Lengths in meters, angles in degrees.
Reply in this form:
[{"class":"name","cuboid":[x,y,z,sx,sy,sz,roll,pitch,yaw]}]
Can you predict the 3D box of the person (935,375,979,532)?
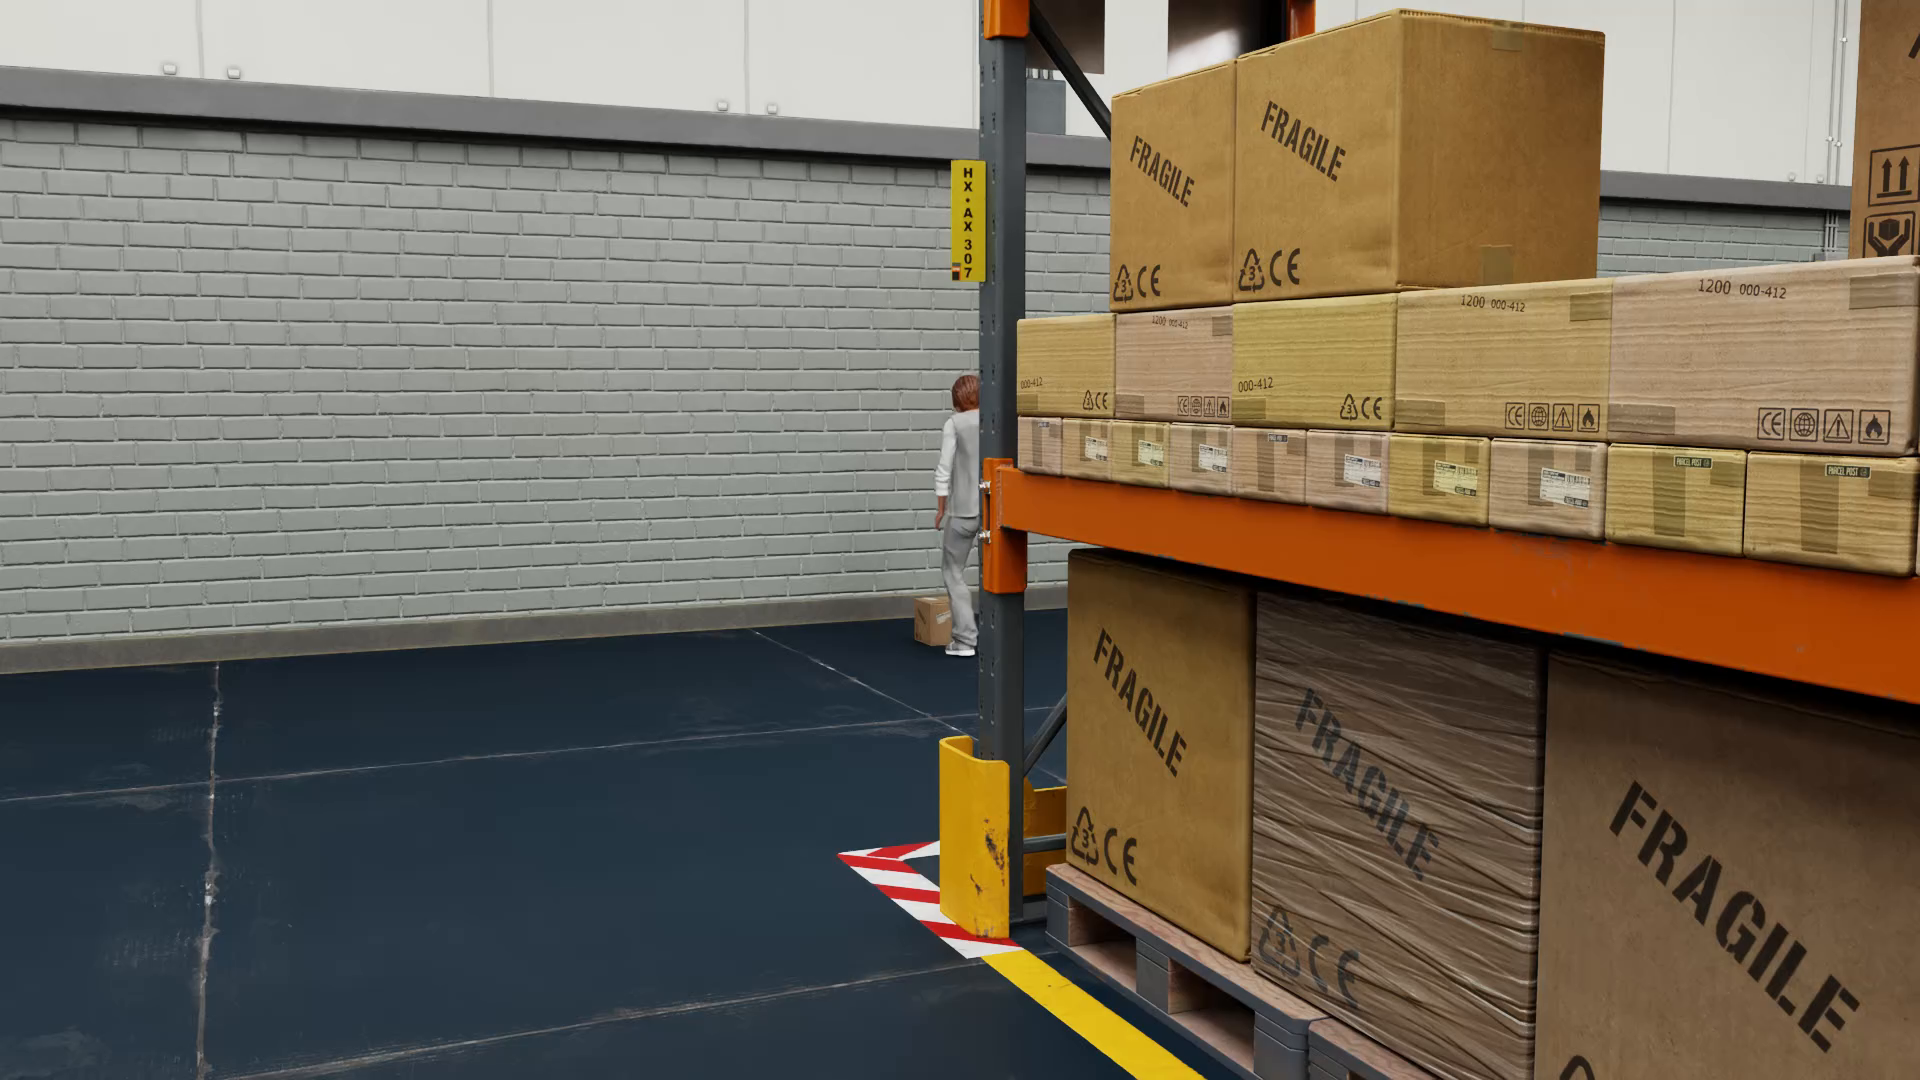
[{"class":"person","cuboid":[0.068,-0.461,9.219,0.423,0.870,0.368,-2,6,-22]}]
